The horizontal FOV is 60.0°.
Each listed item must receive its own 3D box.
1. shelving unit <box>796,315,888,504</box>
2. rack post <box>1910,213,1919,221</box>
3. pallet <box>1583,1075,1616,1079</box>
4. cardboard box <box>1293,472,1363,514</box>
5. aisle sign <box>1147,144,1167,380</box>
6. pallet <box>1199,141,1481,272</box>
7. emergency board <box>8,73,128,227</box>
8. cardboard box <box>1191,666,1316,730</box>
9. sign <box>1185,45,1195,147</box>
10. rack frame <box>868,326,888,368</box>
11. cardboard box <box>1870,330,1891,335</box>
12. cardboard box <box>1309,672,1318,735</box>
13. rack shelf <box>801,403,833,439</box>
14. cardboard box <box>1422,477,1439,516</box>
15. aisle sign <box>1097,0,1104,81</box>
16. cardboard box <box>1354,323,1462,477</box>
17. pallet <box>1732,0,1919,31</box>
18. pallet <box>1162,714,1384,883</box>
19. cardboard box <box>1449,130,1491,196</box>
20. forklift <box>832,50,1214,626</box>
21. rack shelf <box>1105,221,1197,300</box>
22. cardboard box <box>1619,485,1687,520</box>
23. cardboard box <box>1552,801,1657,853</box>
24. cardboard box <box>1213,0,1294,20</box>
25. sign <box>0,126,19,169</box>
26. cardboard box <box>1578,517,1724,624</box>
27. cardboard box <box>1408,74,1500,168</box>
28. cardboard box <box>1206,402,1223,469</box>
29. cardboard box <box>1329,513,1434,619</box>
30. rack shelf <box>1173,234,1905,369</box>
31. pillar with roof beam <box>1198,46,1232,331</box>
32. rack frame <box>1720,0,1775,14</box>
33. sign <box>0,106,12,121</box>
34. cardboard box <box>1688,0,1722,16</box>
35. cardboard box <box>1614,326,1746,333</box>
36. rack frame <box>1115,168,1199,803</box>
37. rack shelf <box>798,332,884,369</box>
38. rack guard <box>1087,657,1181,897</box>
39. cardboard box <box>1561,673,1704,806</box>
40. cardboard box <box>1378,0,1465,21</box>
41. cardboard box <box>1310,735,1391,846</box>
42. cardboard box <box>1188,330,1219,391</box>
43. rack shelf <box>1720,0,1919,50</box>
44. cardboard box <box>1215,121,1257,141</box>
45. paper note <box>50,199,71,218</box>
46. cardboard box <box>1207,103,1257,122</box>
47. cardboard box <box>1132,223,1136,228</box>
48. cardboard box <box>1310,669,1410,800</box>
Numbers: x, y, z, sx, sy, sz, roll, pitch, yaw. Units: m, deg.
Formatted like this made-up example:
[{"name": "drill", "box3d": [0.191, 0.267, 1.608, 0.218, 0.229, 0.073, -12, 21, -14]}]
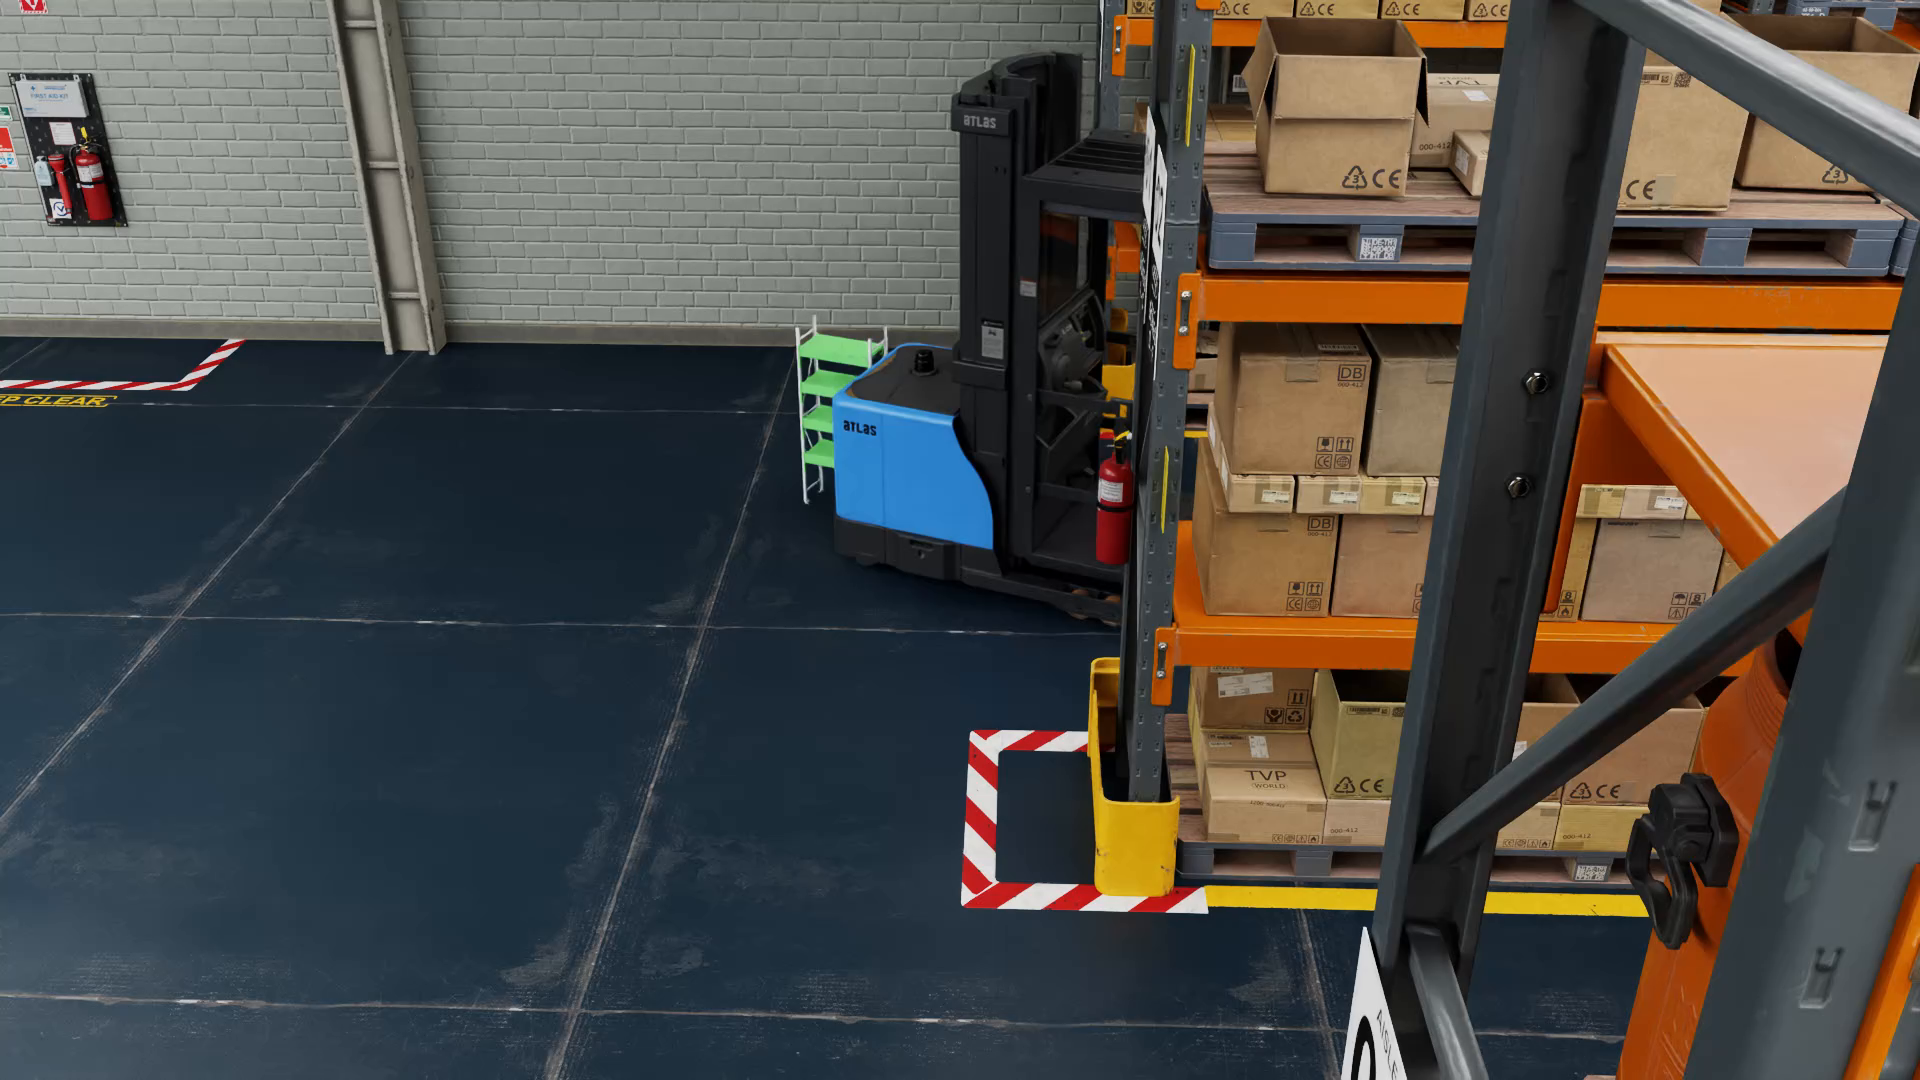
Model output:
[{"name": "shelving unit", "box3d": [-0.723, -0.769, 10.419, 0.503, 1.200, 0.258, 11, 30, 21]}, {"name": "rack post", "box3d": [1.386, -0.074, 1.315, 0.954, 0.300, 0.937, 4, 28, 7]}, {"name": "pallet", "box3d": [1.458, 1.102, 1.968, 1.213, 0.211, 1.003, 1, 28, 2]}, {"name": "cardboard box", "box3d": [1.462, -0.255, 6.729, 0.250, 0.149, 0.380, 0, 28, 0]}, {"name": "aisle sign", "box3d": [0.737, -1.041, 6.235, 0.004, 0.787, 0.394, 1, 28, 2]}, {"name": "pallet", "box3d": [1.519, -1.297, 6.386, 1.213, 0.211, 1.003, 1, 28, 2]}, {"name": "emergency board", "box3d": [-6.750, -2.905, 12.527, 0.643, 1.169, 0.194, 1, 28, 2]}, {"name": "cardboard box", "box3d": [1.360, 0.533, 7.729, 0.500, 0.500, 0.500, 1, 28, 2]}, {"name": "sign", "box3d": [0.788, -1.521, 5.697, 0.005, 0.325, 0.100, 1, 28, 2]}, {"name": "rack frame", "box3d": [-0.499, -0.723, 10.333, 0.015, 1.200, 0.240, 11, 30, 21]}, {"name": "cardboard box", "box3d": [3.862, -0.598, 6.683, 0.500, 0.500, 0.700, 1, 28, 2]}, {"name": "cardboard box", "box3d": [1.860, 0.868, 7.897, 0.500, 0.250, 0.500, 1, 28, 2]}, {"name": "rack shelf", "box3d": [-0.723, -0.712, 10.449, 0.480, 0.148, 0.258, 11, 30, 21]}, {"name": "cardboard box", "box3d": [1.963, -0.245, 6.710, 0.250, 0.149, 0.380, 1, 28, 1]}, {"name": "aisle sign", "box3d": [0.902, -3.363, 10.615, 0.004, 0.787, 0.394, 1, 28, 2]}, {"name": "cardboard box", "box3d": [1.858, -0.631, 6.746, 0.500, 0.500, 0.700, 0, 28, 0]}, {"name": "pallet", "box3d": [5.595, -3.469, 10.590, 1.003, 0.211, 1.213, 1, 28, 2]}, {"name": "pallet", "box3d": [1.579, 1.190, 7.779, 1.213, 0.211, 1.003, 1, 28, 2]}, {"name": "cardboard box", "box3d": [1.983, -1.394, 6.145, 0.250, 0.149, 0.380, 1, 28, 2]}, {"name": "forklift", "box3d": [0.809, -1.095, 9.186, 3.031, 2.935, 1.130, 12, 30, 21]}, {"name": "rack shelf", "box3d": [2.983, -2.002, 11.593, 4.000, 0.370, 1.077, 1, 28, 2]}, {"name": "cardboard box", "box3d": [2.734, -0.232, 6.686, 0.250, 0.149, 0.380, 1, 28, 2]}, {"name": "cardboard box", "box3d": [2.840, 1.133, 7.397, 0.500, 0.250, 0.500, 1, 28, 2]}, {"name": "cardboard box", "box3d": [1.845, -3.583, 10.477, 0.500, 0.500, 0.500, 3, 28, 5]}, {"name": "sign", "box3d": [-7.299, -2.978, 12.626, 0.234, 0.329, 0.001, 1, 28, 2]}, {"name": "cardboard box", "box3d": [2.827, -0.041, 7.017, 0.500, 0.500, 0.700, 2, 28, 3]}, {"name": "cardboard box", "box3d": [1.973, -1.645, 6.511, 0.500, 0.250, 0.500, 1, 28, 2]}, {"name": "cardboard box", "box3d": [1.202, -0.448, 7.094, 0.250, 0.149, 0.380, 0, 28, 1]}, {"name": "cardboard box", "box3d": [1.804, -0.059, 7.051, 0.500, 0.500, 0.700, 2, 28, 3]}, {"name": "rack shelf", "box3d": [2.812, -1.009, 6.516, 4.000, 0.370, 1.077, 1, 28, 2]}, {"name": "pillar with roof beam", "box3d": [1.563, -3.382, 7.022, 0.400, 9.000, 9.100, 1, 28, 2]}, {"name": "rack frame", "box3d": [4.982, -2.287, 11.362, 0.127, 3.000, 1.000, 1, 28, 2]}, {"name": "sign", "box3d": [-7.295, -3.208, 12.494, 0.331, 0.109, 0.001, 1, 28, 2]}, {"name": "cardboard box", "box3d": [4.466, -3.558, 10.429, 0.500, 0.500, 0.500, 2, 28, 3]}, {"name": "cardboard box", "box3d": [2.862, -0.615, 6.716, 0.500, 0.500, 0.700, 1, 28, 2]}, {"name": "rack frame", "box3d": [0.813, -0.035, 7.113, 0.127, 3.000, 1.000, 1, 28, 2]}, {"name": "rack shelf", "box3d": [-0.723, -1.136, 10.224, 0.480, 0.148, 0.258, 11, 30, 21]}, {"name": "rack guard", "box3d": [0.789, 1.069, 7.699, 0.348, 0.500, 1.175, 1, 28, 2]}, {"name": "cardboard box", "box3d": [2.840, 0.802, 7.220, 0.500, 0.500, 0.500, 1, 28, 2]}, {"name": "cardboard box", "box3d": [2.900, -3.578, 10.466, 0.500, 0.500, 0.500, 3, 28, 5]}, {"name": "cardboard box", "box3d": [1.841, 1.114, 7.433, 0.500, 0.250, 0.500, 1, 28, 2]}, {"name": "cardboard box", "box3d": [1.673, -1.306, 11.912, 0.500, 0.311, 0.500, -2, 28, -4]}, {"name": "rack shelf", "box3d": [6.981, -3.262, 10.766, 4.000, 0.370, 1.077, 1, 28, 2]}, {"name": "cardboard box", "box3d": [1.944, -2.466, 11.037, 0.500, 0.500, 0.500, 1, 28, 2]}, {"name": "paper note", "box3d": [-6.925, -2.551, 12.799, 0.142, 0.148, 0.016, 1, 28, 2]}, {"name": "cardboard box", "box3d": [1.966, -2.706, 11.490, 0.500, 0.500, 0.500, 1, 28, 2]}, {"name": "cardboard box", "box3d": [1.458, -2.379, 11.674, 0.500, 0.250, 0.500, 1, 28, 3]}, {"name": "cardboard box", "box3d": [1.841, 0.784, 7.256, 0.500, 0.500, 0.500, 1, 28, 2]}]
